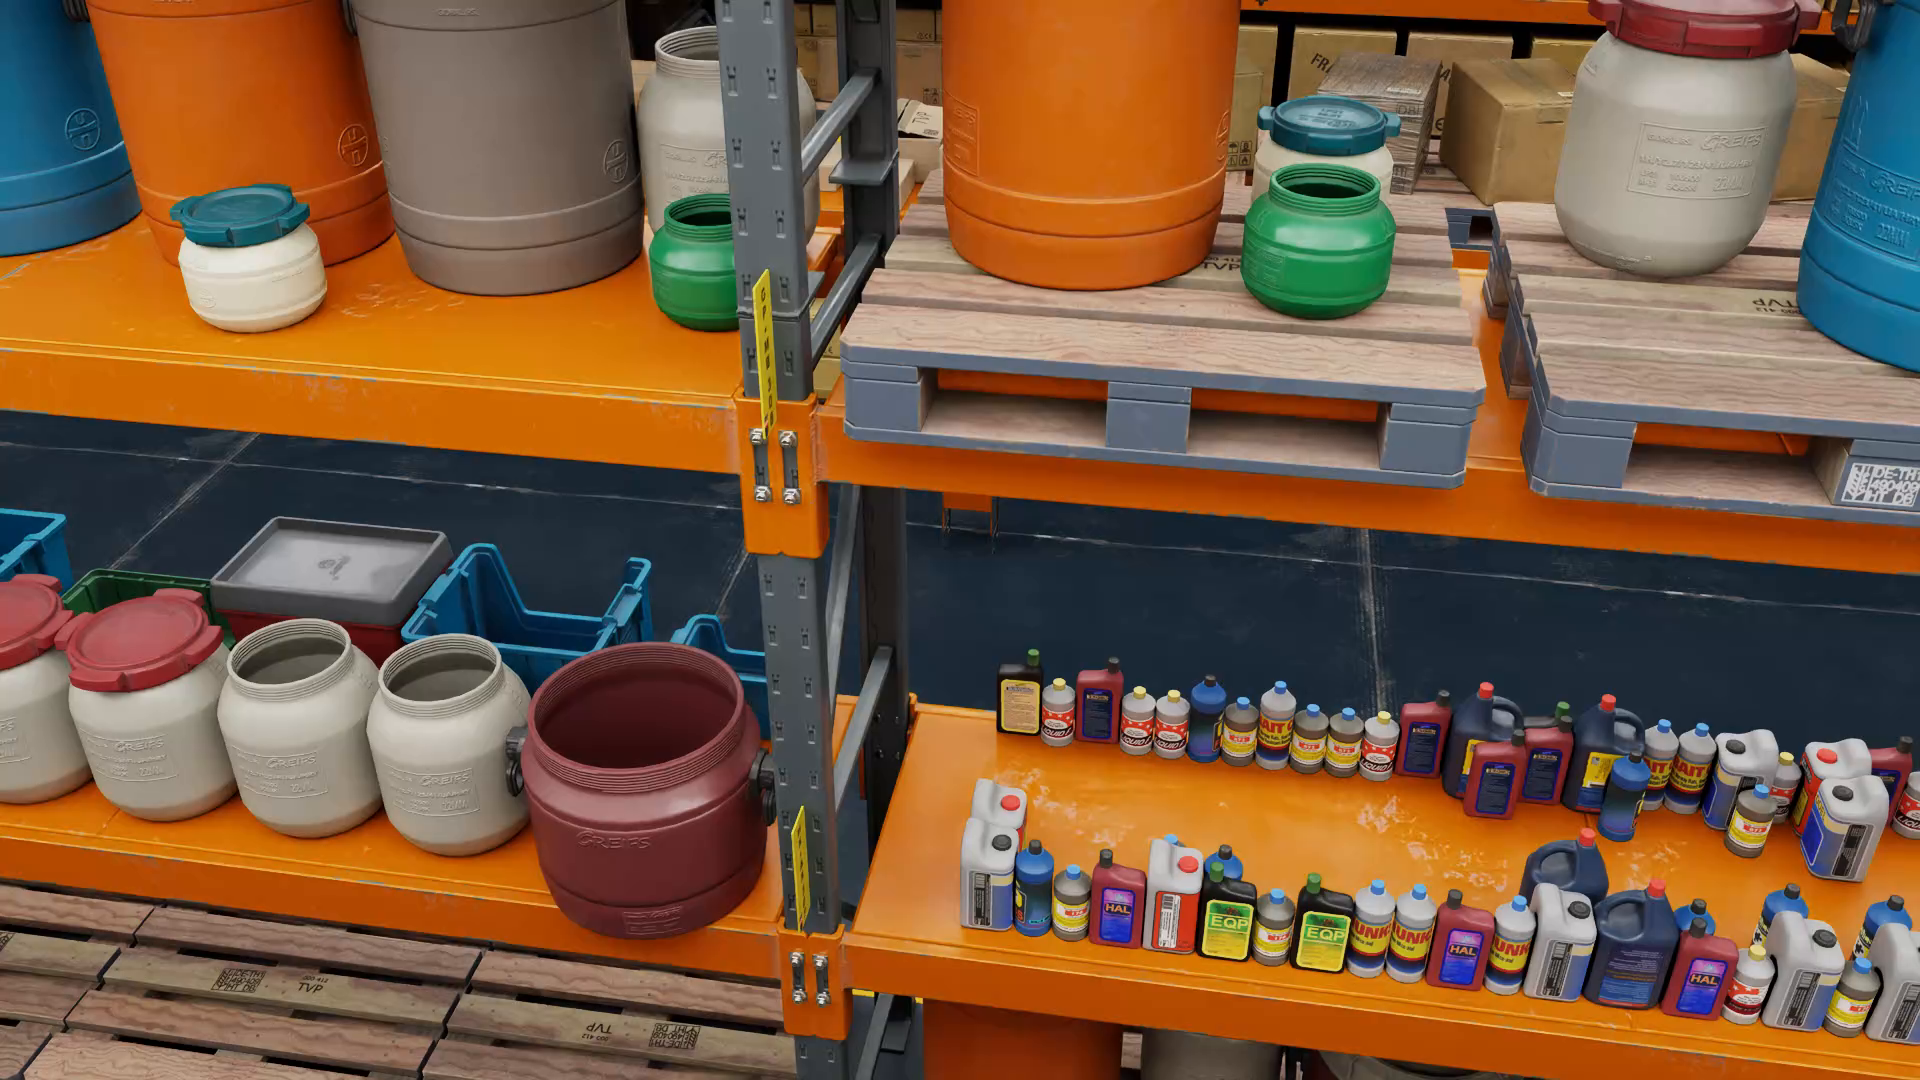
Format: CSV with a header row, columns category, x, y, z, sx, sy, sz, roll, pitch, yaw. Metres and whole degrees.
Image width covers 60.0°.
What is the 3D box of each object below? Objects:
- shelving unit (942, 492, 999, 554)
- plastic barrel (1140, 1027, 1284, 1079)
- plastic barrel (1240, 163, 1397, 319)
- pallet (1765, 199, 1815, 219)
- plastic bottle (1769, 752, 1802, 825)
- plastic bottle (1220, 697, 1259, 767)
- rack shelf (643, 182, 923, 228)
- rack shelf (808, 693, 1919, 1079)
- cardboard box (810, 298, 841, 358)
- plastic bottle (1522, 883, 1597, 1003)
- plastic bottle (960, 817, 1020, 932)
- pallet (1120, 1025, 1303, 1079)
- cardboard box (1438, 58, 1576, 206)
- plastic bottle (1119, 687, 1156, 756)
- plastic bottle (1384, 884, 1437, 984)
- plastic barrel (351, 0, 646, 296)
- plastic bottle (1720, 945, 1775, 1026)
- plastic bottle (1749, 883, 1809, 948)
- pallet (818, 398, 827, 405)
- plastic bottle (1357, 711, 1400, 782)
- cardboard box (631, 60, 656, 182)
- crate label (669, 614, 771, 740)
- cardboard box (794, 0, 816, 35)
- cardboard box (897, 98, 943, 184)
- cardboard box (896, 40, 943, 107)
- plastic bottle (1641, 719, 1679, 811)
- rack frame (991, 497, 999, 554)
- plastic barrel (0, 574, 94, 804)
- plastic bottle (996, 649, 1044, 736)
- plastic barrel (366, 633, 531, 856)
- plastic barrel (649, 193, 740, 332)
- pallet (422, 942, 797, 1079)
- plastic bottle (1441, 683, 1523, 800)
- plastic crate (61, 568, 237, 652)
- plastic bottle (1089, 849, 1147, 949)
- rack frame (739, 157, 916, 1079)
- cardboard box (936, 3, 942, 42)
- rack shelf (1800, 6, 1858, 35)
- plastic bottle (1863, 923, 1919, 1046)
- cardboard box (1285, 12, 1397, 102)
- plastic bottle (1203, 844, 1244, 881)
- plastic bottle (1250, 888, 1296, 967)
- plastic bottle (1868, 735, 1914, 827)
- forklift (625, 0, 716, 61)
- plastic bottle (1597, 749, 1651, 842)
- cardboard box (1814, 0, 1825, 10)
category,x,y,z,sx,sy,sz,roll,pitch,yaw
shelving unit,0.053,-0.440,7.964,0.252,1.050,0.215,5,32,8
plastic barrel,0.760,1.490,4.991,0.421,0.512,0.421,0,32,0
plastic barrel,0.710,-0.593,3.294,0.294,0.245,0.294,0,32,0
pallet,3.714,-1.705,8.328,1.213,0.211,1.003,5,32,8
plastic bottle,2.232,0.669,4.542,0.097,0.201,0.097,0,32,0
plastic bottle,0.800,0.539,4.749,0.097,0.201,0.097,0,32,0
rack shelf,-1.431,-1.889,9.118,4.000,0.370,1.077,5,32,8
rack shelf,1.675,1.059,4.409,4.000,0.370,1.077,5,32,8
cardboard box,-0.530,-1.226,9.049,0.500,0.311,0.500,5,32,7
plastic bottle,1.443,0.959,4.007,0.135,0.276,0.152,5,32,8
plastic bottle,0.076,0.836,4.205,0.135,0.276,0.152,5,32,8
pallet,0.488,1.806,5.166,1.213,0.211,1.003,5,32,8
cardboard box,2.732,-2.004,8.134,0.500,0.500,0.700,-3,32,-4
plastic bottle,0.512,0.513,4.790,0.097,0.201,0.097,0,32,0
plastic bottle,1.097,0.945,4.035,0.097,0.271,0.097,0,32,0
plastic barrel,-1.069,-1.095,3.873,0.600,0.901,0.600,0,32,0
plastic bottle,1.866,1.044,3.942,0.097,0.201,0.097,0,32,0
plastic bottle,1.988,0.944,4.037,0.097,0.271,0.097,0,32,0
pallet,-0.264,-0.927,9.532,1.213,0.211,1.003,5,32,8
plastic bottle,1.184,0.574,4.693,0.097,0.201,0.097,0,32,0
cardboard box,-1.635,-2.246,8.916,0.500,0.500,0.500,5,32,8
crate label,-0.648,0.413,4.921,0.416,0.233,0.303,5,32,8
cardboard box,-1.409,-4.313,13.549,0.500,0.250,0.500,5,32,7
cardboard box,-0.308,-2.158,8.955,0.500,0.311,0.500,5,32,8
cardboard box,-0.331,-3.906,13.605,0.500,0.500,0.700,5,32,8
plastic bottle,1.908,0.610,4.570,0.097,0.271,0.097,0,32,0
rack frame,0.173,-0.429,7.946,0.008,1.050,0.200,5,32,8
plastic barrel,-2.610,0.426,4.614,0.433,0.535,0.433,0,32,0
plastic bottle,0.174,0.438,4.833,0.133,0.283,0.061,5,32,8
plastic barrel,-1.346,0.548,4.442,0.421,0.512,0.421,0,32,0
plastic barrel,-0.548,-0.626,3.741,0.294,0.245,0.294,0,32,0
pallet,-1.053,1.668,5.386,1.213,0.211,1.003,5,32,8
plastic bottle,1.451,0.547,4.595,0.185,0.351,0.144,5,32,8
plastic crate,-2.475,0.316,5.118,0.662,0.188,0.450,5,32,8
plastic bottle,0.392,0.886,4.118,0.133,0.283,0.061,5,32,8
rack frame,-0.296,0.575,4.504,0.127,3.000,1.000,5,32,8
cardboard box,0.101,-4.172,13.322,0.500,0.250,0.500,6,33,9
rack shelf,7.285,-3.766,12.117,4.000,0.370,1.077,5,32,8
plastic bottle,2.214,1.029,3.895,0.135,0.276,0.152,5,32,8
cardboard box,2.936,-3.657,12.896,0.750,0.750,0.750,5,32,8
plastic bottle,0.652,0.872,4.151,0.097,0.271,0.097,0,32,0
plastic bottle,0.773,0.945,4.100,0.097,0.201,0.097,0,32,0
plastic bottle,2.482,0.647,4.500,0.133,0.283,0.061,5,32,8
forklift,-1.473,-3.066,10.386,3.031,2.935,1.130,5,32,8
plastic bottle,1.787,0.676,4.464,0.097,0.271,0.097,0,32,0
cardboard box,5.845,-4.319,12.041,0.700,0.700,0.980,6,32,9
